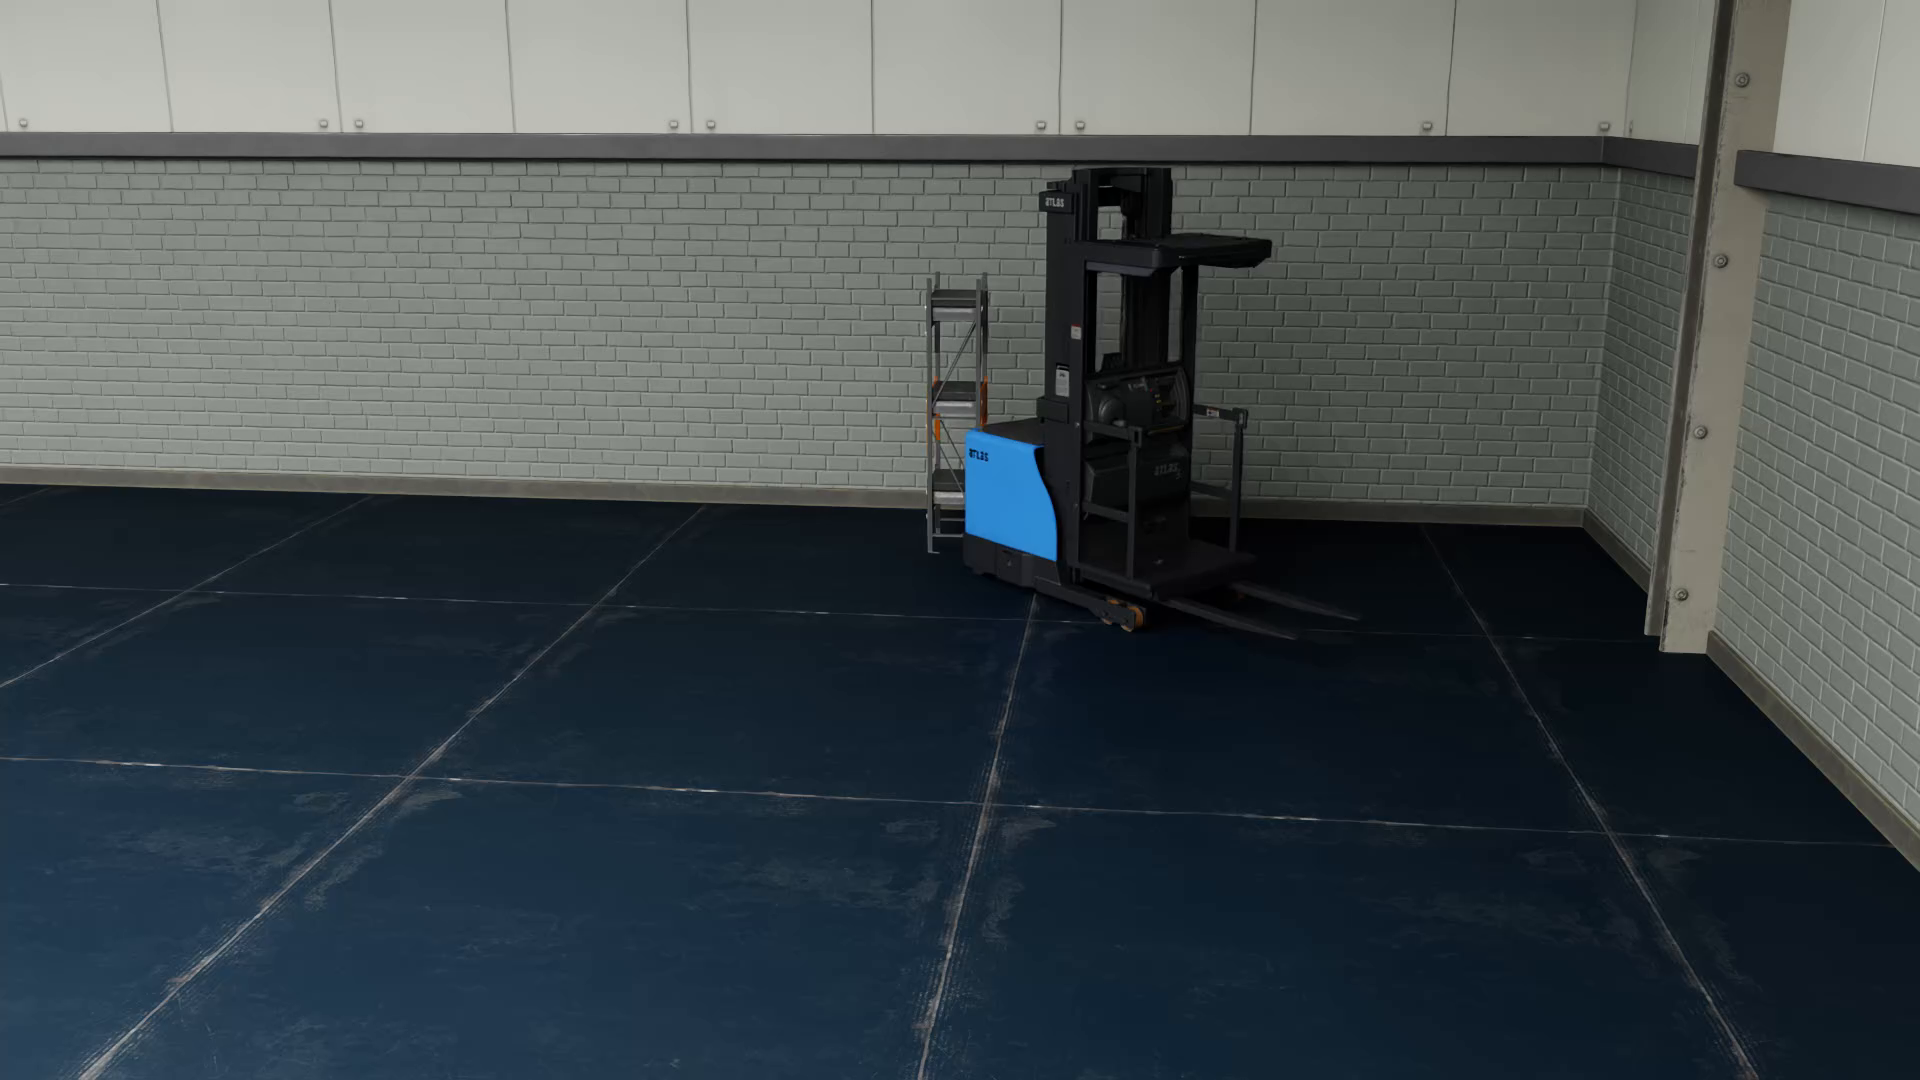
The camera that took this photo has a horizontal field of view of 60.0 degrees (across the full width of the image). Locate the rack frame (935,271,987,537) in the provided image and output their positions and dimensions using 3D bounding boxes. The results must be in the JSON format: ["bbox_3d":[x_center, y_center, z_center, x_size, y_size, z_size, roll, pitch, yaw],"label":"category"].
[{"bbox_3d":[0.009,-1.034,12.963,0.400,2.100,0.015,2,15,6],"label":"rack frame"}]

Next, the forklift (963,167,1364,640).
[{"bbox_3d":[1.340,-0.960,11.096,1.130,2.935,3.031,-12,19,-37],"label":"forklift"}]

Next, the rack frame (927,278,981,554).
[{"bbox_3d":[-0.046,-0.907,12.495,0.400,2.100,0.015,2,15,6],"label":"rack frame"}]

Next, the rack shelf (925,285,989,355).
[{"bbox_3d":[-0.019,-1.633,12.550,0.431,0.518,0.480,2,15,6],"label":"rack shelf"}]

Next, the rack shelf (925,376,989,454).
[{"bbox_3d":[-0.019,-0.958,12.733,0.431,0.518,0.480,2,15,6],"label":"rack shelf"}]

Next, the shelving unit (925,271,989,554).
[{"bbox_3d":[-0.019,-0.971,12.729,0.431,2.100,0.503,2,15,6],"label":"shelving unit"}]

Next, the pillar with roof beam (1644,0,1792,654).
[{"bbox_3d":[0.342,-3.808,10.007,9.100,9.000,0.400,2,15,6],"label":"pillar with roof beam"}]

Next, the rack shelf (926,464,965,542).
[{"bbox_3d":[-0.019,-0.282,12.916,0.431,0.518,0.480,2,15,6],"label":"rack shelf"}]
